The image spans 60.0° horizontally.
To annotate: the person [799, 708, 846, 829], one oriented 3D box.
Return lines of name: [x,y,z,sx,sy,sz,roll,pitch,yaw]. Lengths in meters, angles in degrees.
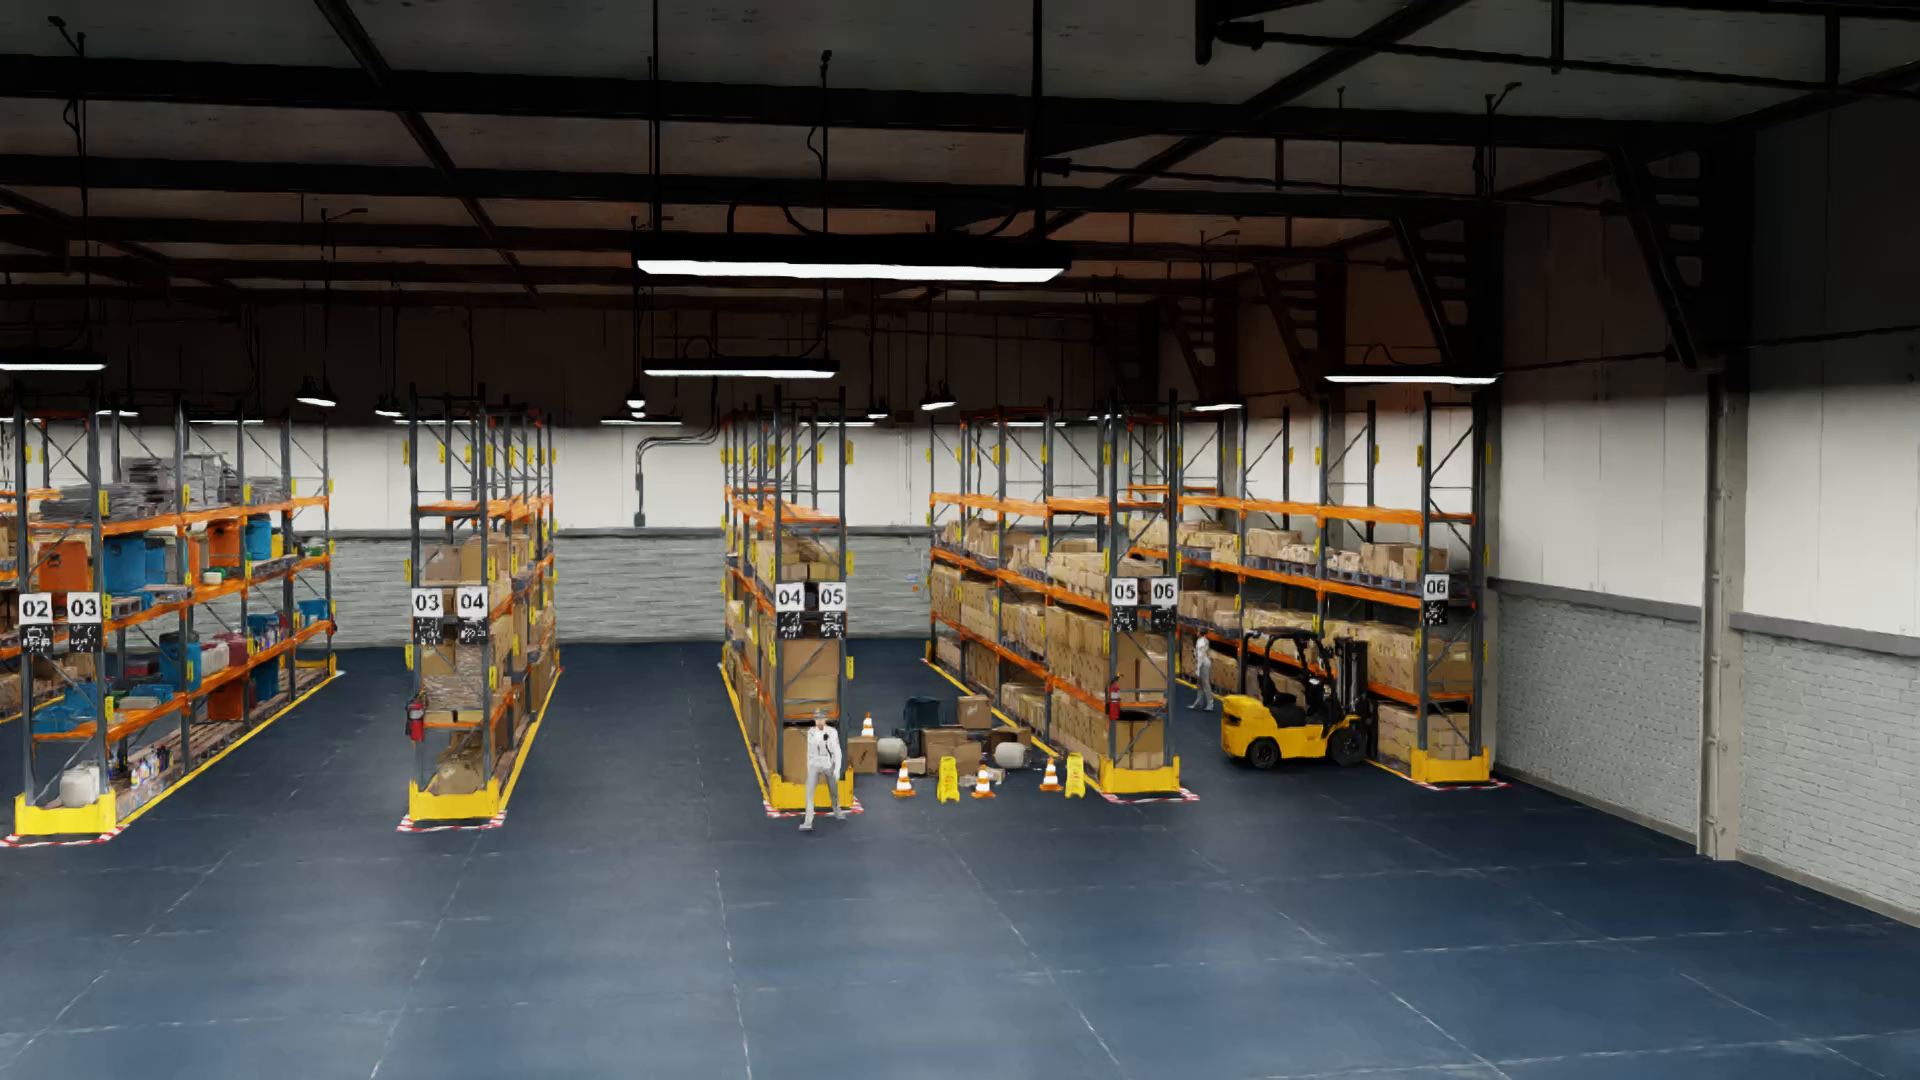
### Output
person: [-1.843,3.052,22.463,0.520,1.620,0.943,1,3,12]

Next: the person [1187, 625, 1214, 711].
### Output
person: [4.737,2.498,32.699,0.550,1.663,0.586,1,3,12]
